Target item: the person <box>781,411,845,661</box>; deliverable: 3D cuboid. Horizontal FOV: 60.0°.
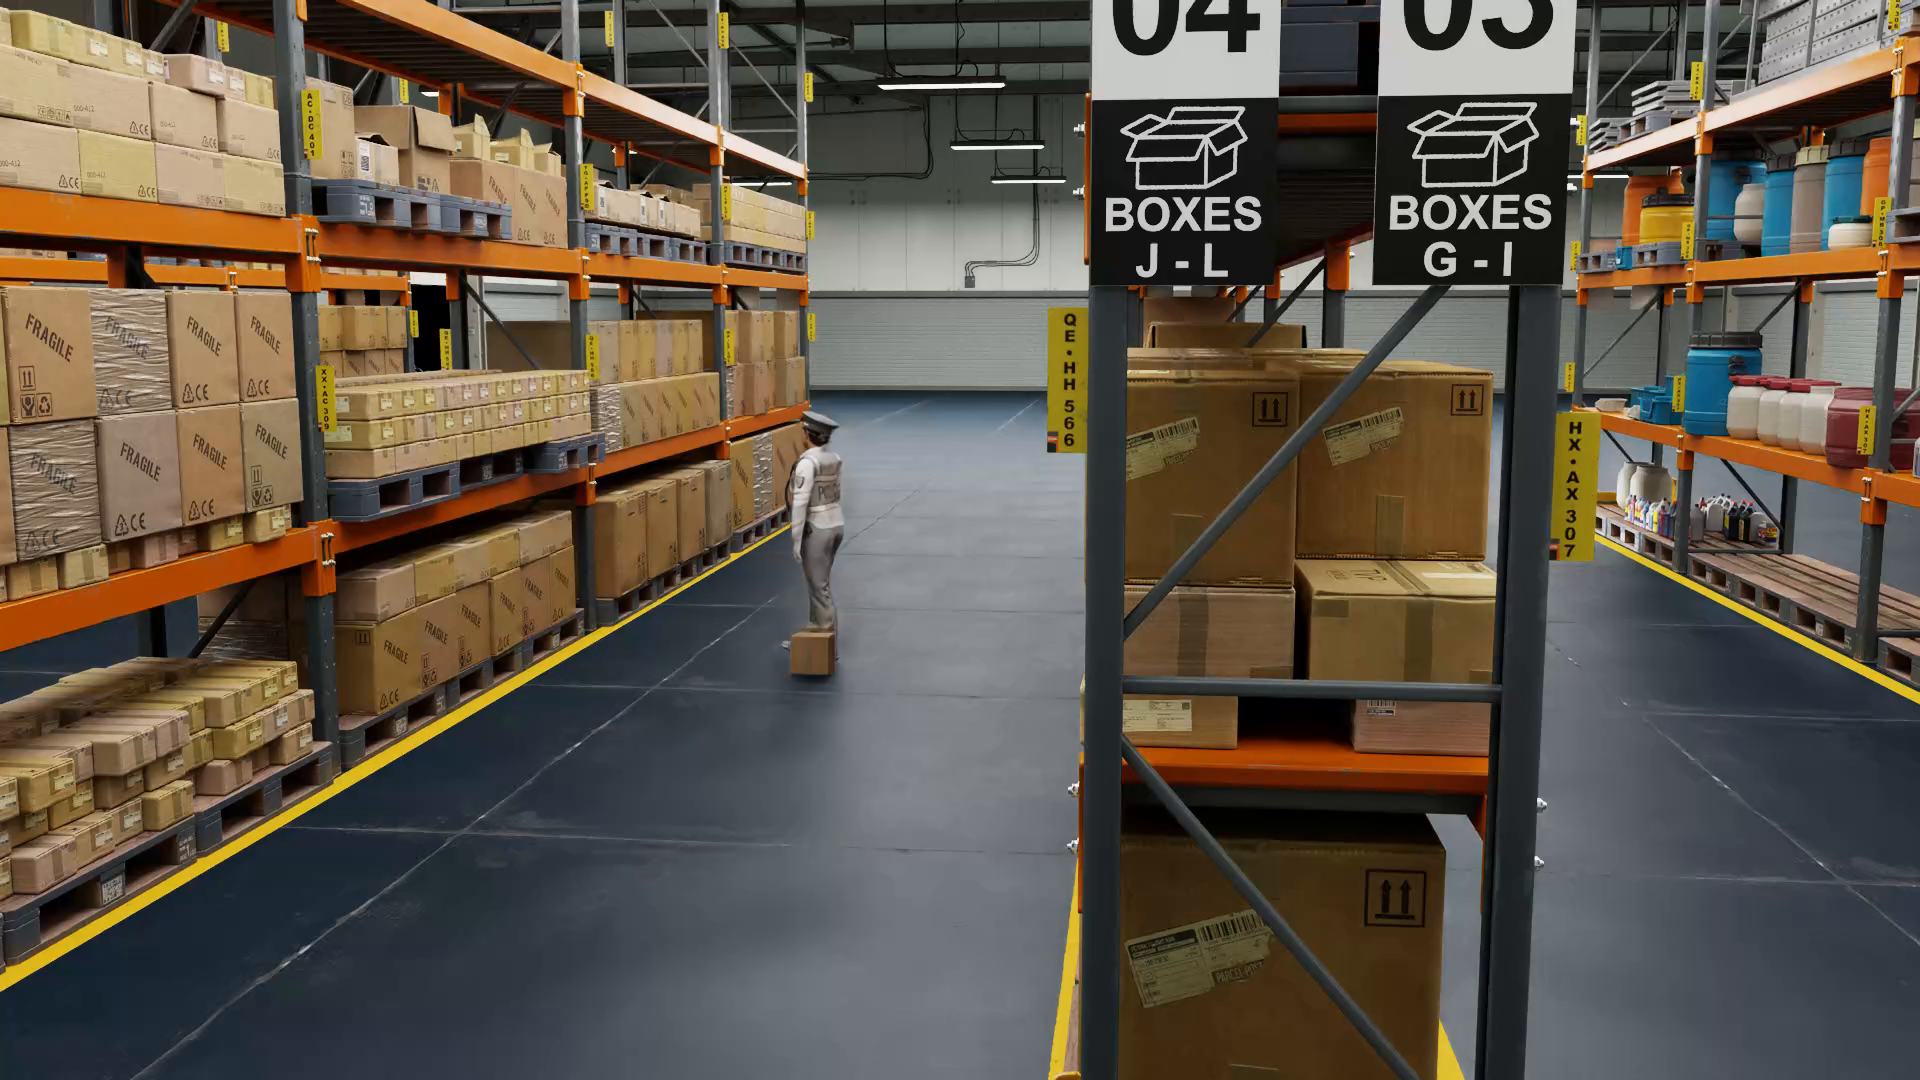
[{"bbox_3d":[-1.020,-0.030,11.288,0.511,1.682,0.538,3,8,21],"label":"person"}]
